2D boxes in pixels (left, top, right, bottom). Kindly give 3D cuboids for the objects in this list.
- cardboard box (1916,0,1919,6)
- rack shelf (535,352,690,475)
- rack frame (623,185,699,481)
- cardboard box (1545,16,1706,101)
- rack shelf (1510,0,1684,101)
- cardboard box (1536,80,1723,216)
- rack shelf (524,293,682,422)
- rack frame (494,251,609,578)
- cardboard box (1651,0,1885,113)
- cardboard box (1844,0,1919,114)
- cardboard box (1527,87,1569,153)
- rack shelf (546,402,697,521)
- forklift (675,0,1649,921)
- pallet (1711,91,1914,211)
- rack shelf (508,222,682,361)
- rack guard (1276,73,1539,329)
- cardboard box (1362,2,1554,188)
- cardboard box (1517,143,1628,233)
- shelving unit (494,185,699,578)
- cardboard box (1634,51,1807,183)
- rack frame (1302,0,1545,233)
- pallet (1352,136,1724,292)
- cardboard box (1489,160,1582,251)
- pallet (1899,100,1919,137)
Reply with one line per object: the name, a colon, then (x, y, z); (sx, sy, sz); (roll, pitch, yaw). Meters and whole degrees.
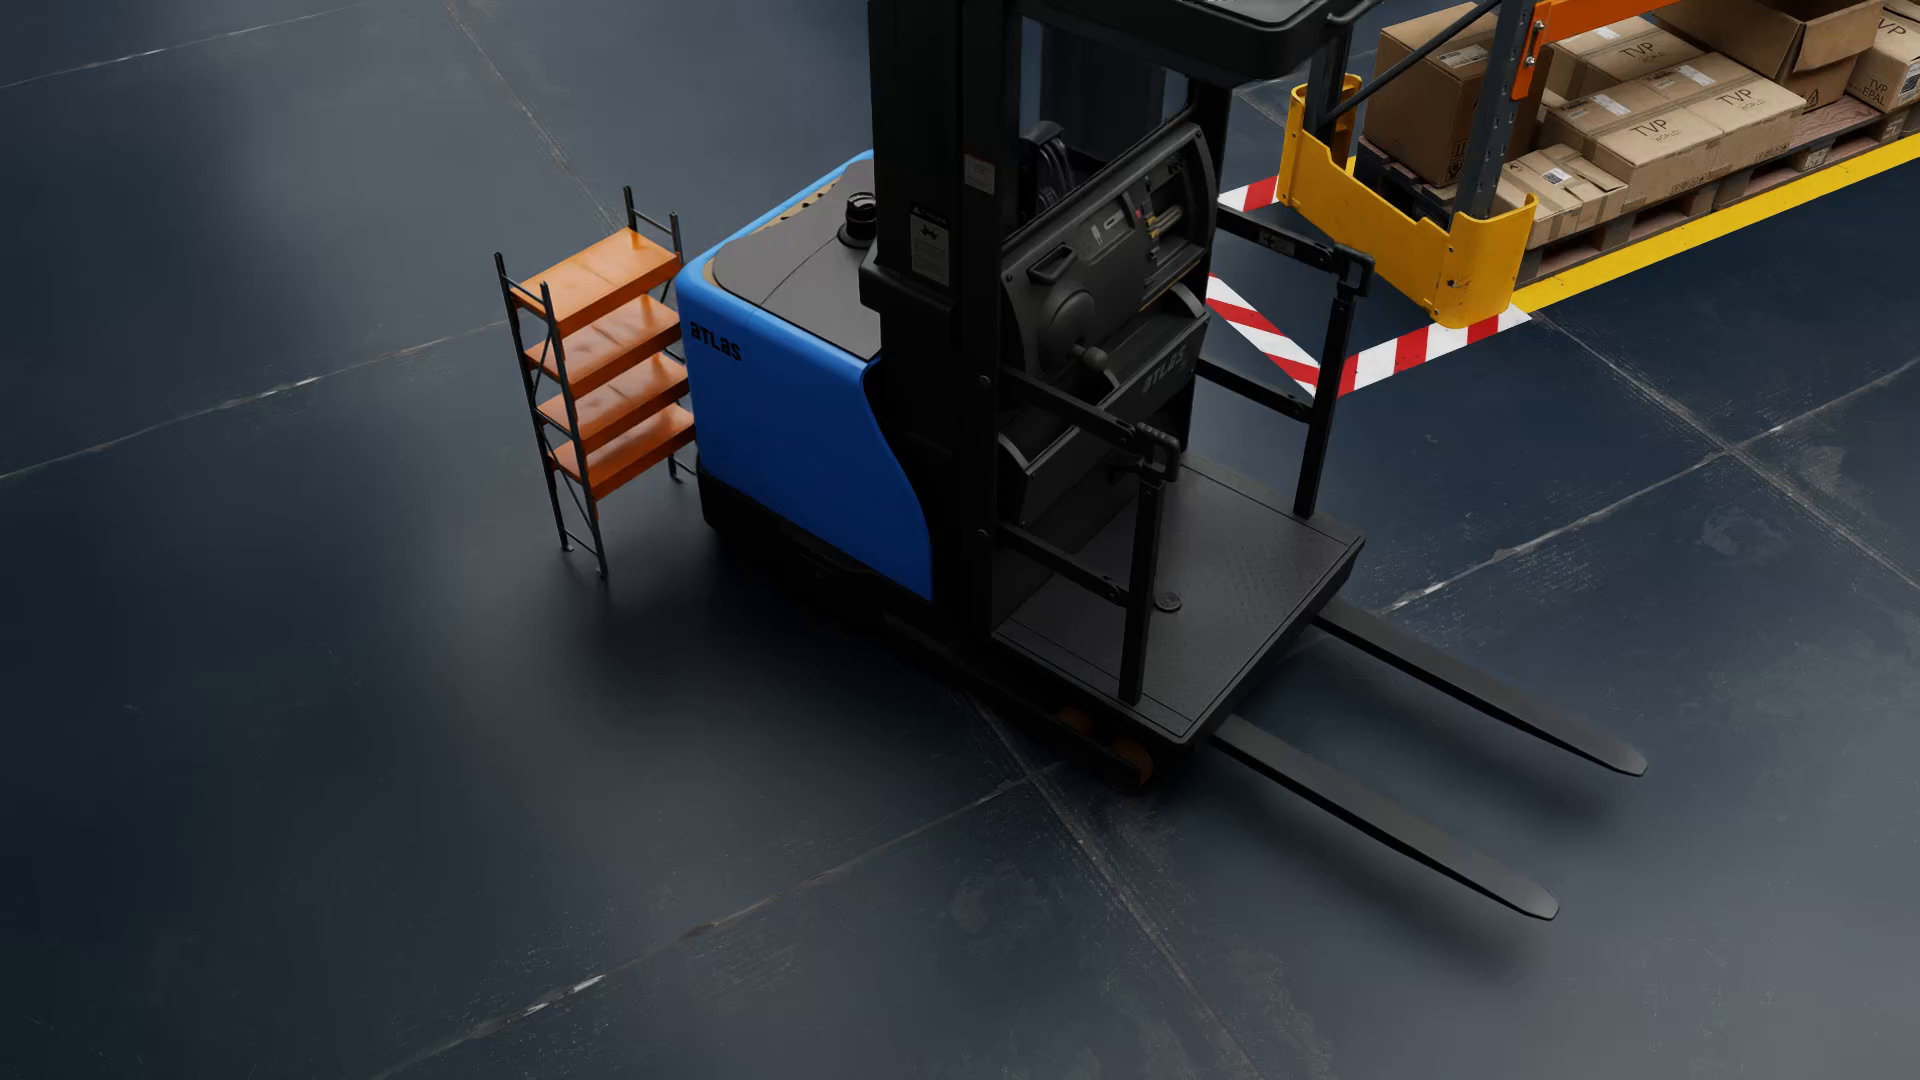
cardboard box: (4.854, -2.564, 7.717); (0.500, 0.500, 0.500); (-22, 48, -21)
rack shelf: (-1.117, -0.439, 5.438); (0.258, 0.148, 0.480); (32, 53, 29)
rack frame: (-0.952, -0.613, 5.520); (0.240, 1.200, 0.015); (32, 53, 29)
cardboard box: (2.926, -2.104, 7.423); (0.500, 0.250, 0.500); (-22, 48, -21)
rack shelf: (3.473, -2.720, 6.915); (4.000, 0.370, 1.077); (-22, 48, -21)
cardboard box: (2.785, -1.646, 6.951); (0.500, 0.250, 0.500); (-22, 48, -21)
rack shelf: (-1.117, -0.600, 5.282); (0.258, 0.148, 0.480); (32, 53, 29)
rack frame: (-1.281, -0.362, 5.262); (0.240, 1.200, 0.015); (32, 53, 29)
cardboard box: (3.580, -2.279, 7.421); (0.637, 0.503, 0.797); (-22, 48, -21)
cardboard box: (4.204, -2.236, 7.515); (0.500, 0.311, 0.500); (-22, 48, -21)
cardboard box: (2.483, -1.849, 7.220); (0.250, 0.166, 0.380); (-22, 48, -21)
rack shelf: (-1.117, -0.297, 5.576); (0.258, 0.148, 0.480); (32, 53, 29)
forklift: (0.582, -0.721, 4.389); (3.031, 2.935, 1.130); (29, 51, 26)
pallet: (3.552, -2.007, 7.667); (1.213, 0.211, 1.003); (-22, 48, -21)
rack shelf: (-1.117, -0.770, 5.117); (0.258, 0.148, 0.480); (32, 53, 29)
rack guard: (1.805, -1.413, 6.847); (0.348, 0.500, 1.175); (-22, 48, -21)
cardboard box: (2.087, -1.882, 7.015); (0.500, 0.500, 0.500); (-22, 48, -21)
cardboard box: (2.490, -1.450, 6.808); (0.250, 0.166, 0.380); (-22, 48, -21)
shelving unit: (-1.117, -0.488, 5.391); (0.258, 1.200, 0.503); (32, 53, 29)
cardboard box: (3.218, -1.819, 7.129); (0.500, 0.250, 0.500); (-22, 48, -21)
rack frame: (1.739, -2.284, 5.950); (0.127, 3.000, 1.000); (-22, 48, -21)
pallet: (2.495, -1.587, 7.234); (1.213, 0.211, 1.003); (-22, 48, -21)
cardboard box: (2.273, -1.357, 6.725); (0.250, 0.149, 0.380); (-22, 48, -21)
pallet: (4.611, -2.433, 8.106); (1.213, 0.211, 1.003); (-22, 48, -21)
